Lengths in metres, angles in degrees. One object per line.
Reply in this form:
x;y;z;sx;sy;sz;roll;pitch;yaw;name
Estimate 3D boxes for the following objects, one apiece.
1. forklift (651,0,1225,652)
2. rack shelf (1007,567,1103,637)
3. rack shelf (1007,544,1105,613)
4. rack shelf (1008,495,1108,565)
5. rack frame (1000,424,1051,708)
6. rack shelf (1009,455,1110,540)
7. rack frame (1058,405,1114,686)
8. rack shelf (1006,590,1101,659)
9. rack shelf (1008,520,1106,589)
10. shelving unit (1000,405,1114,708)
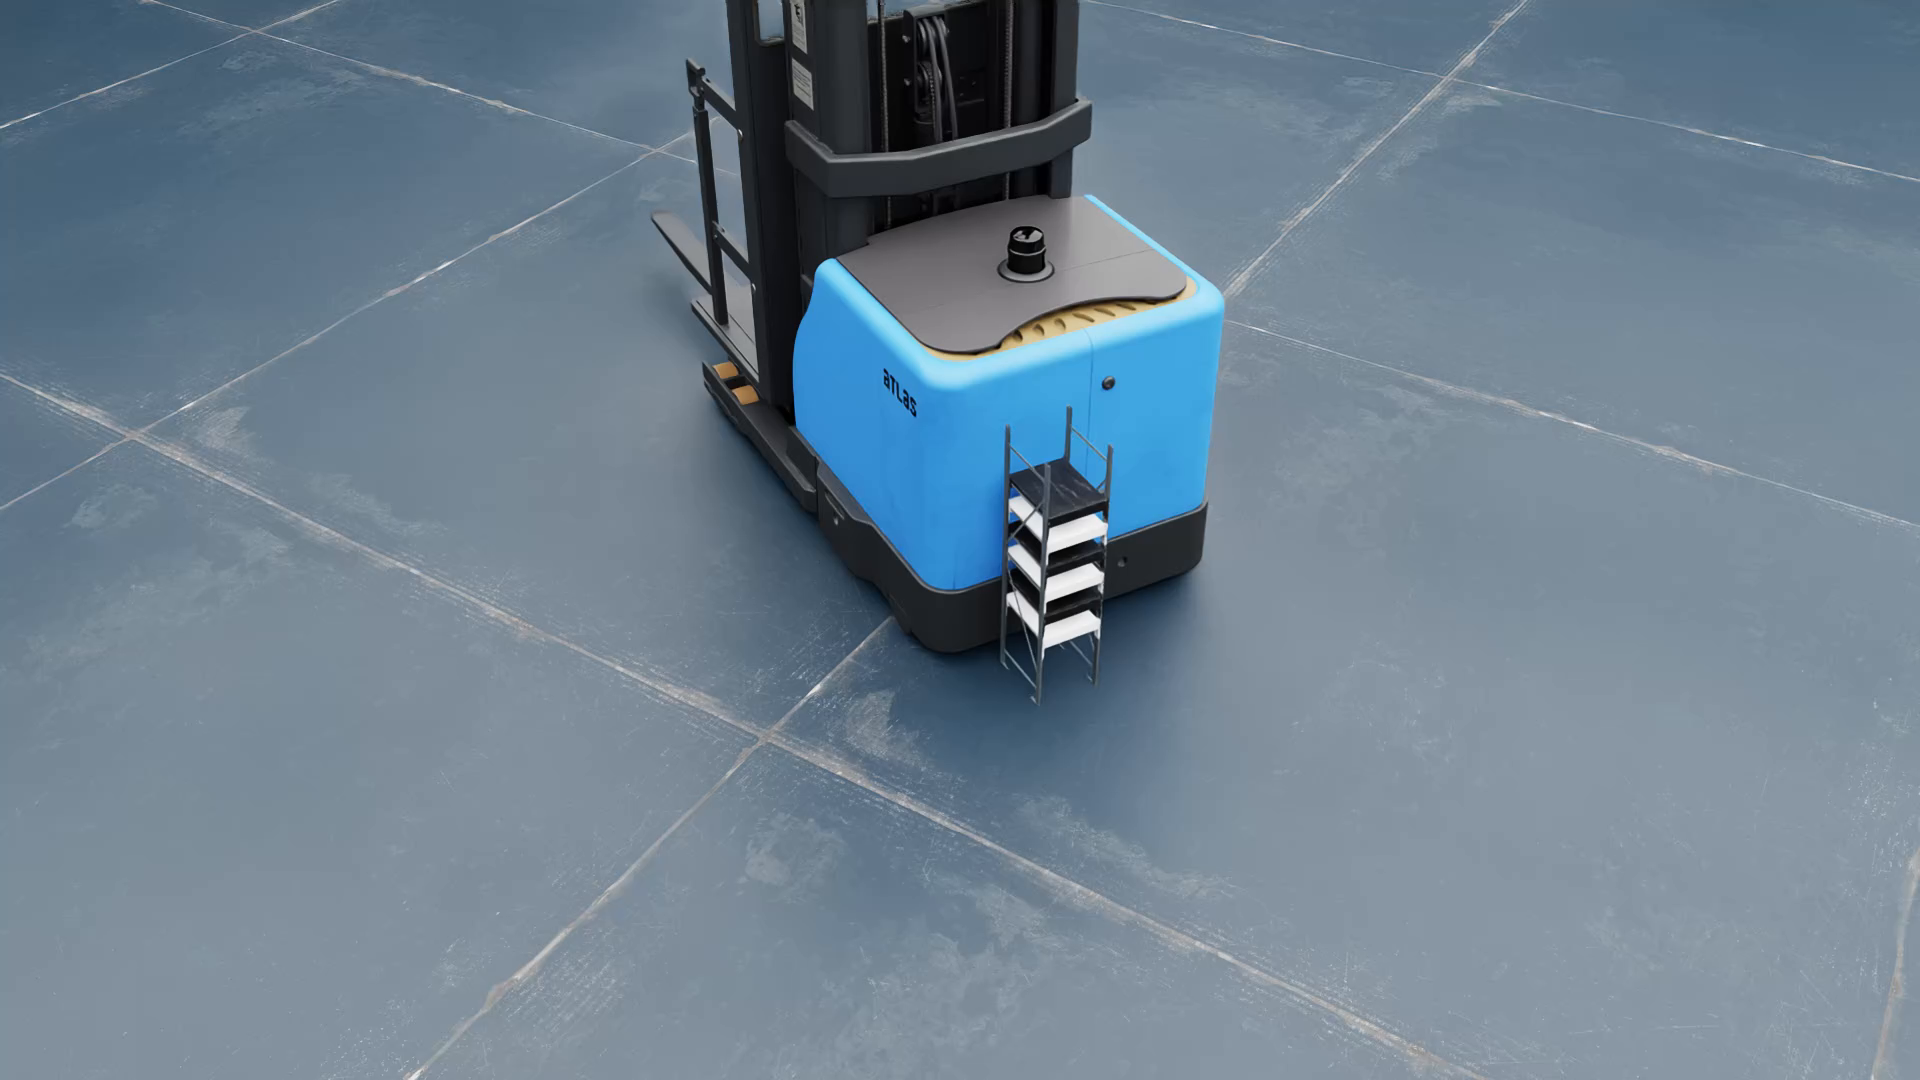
-0.332;-1.695;5.548;1.130;2.935;3.031;-18;41;-22;forklift
0.276;0.160;5.007;0.200;0.077;0.258;-18;41;-22;rack shelf
0.276;0.089;4.952;0.200;0.077;0.258;-18;41;-22;rack shelf
0.277;-0.053;4.841;0.200;0.077;0.258;-18;41;-22;rack shelf
0.187;0.092;4.893;0.006;0.900;0.240;-18;41;-22;rack frame
0.277;-0.125;4.786;0.200;0.077;0.258;-18;41;-22;rack shelf
0.366;0.033;4.969;0.006;0.900;0.240;-18;41;-22;rack frame
0.276;0.231;5.062;0.200;0.077;0.258;-18;41;-22;rack shelf
0.277;0.018;4.896;0.200;0.077;0.258;-18;41;-22;rack shelf
0.276;0.062;4.931;0.210;0.900;0.258;-18;41;-22;shelving unit
